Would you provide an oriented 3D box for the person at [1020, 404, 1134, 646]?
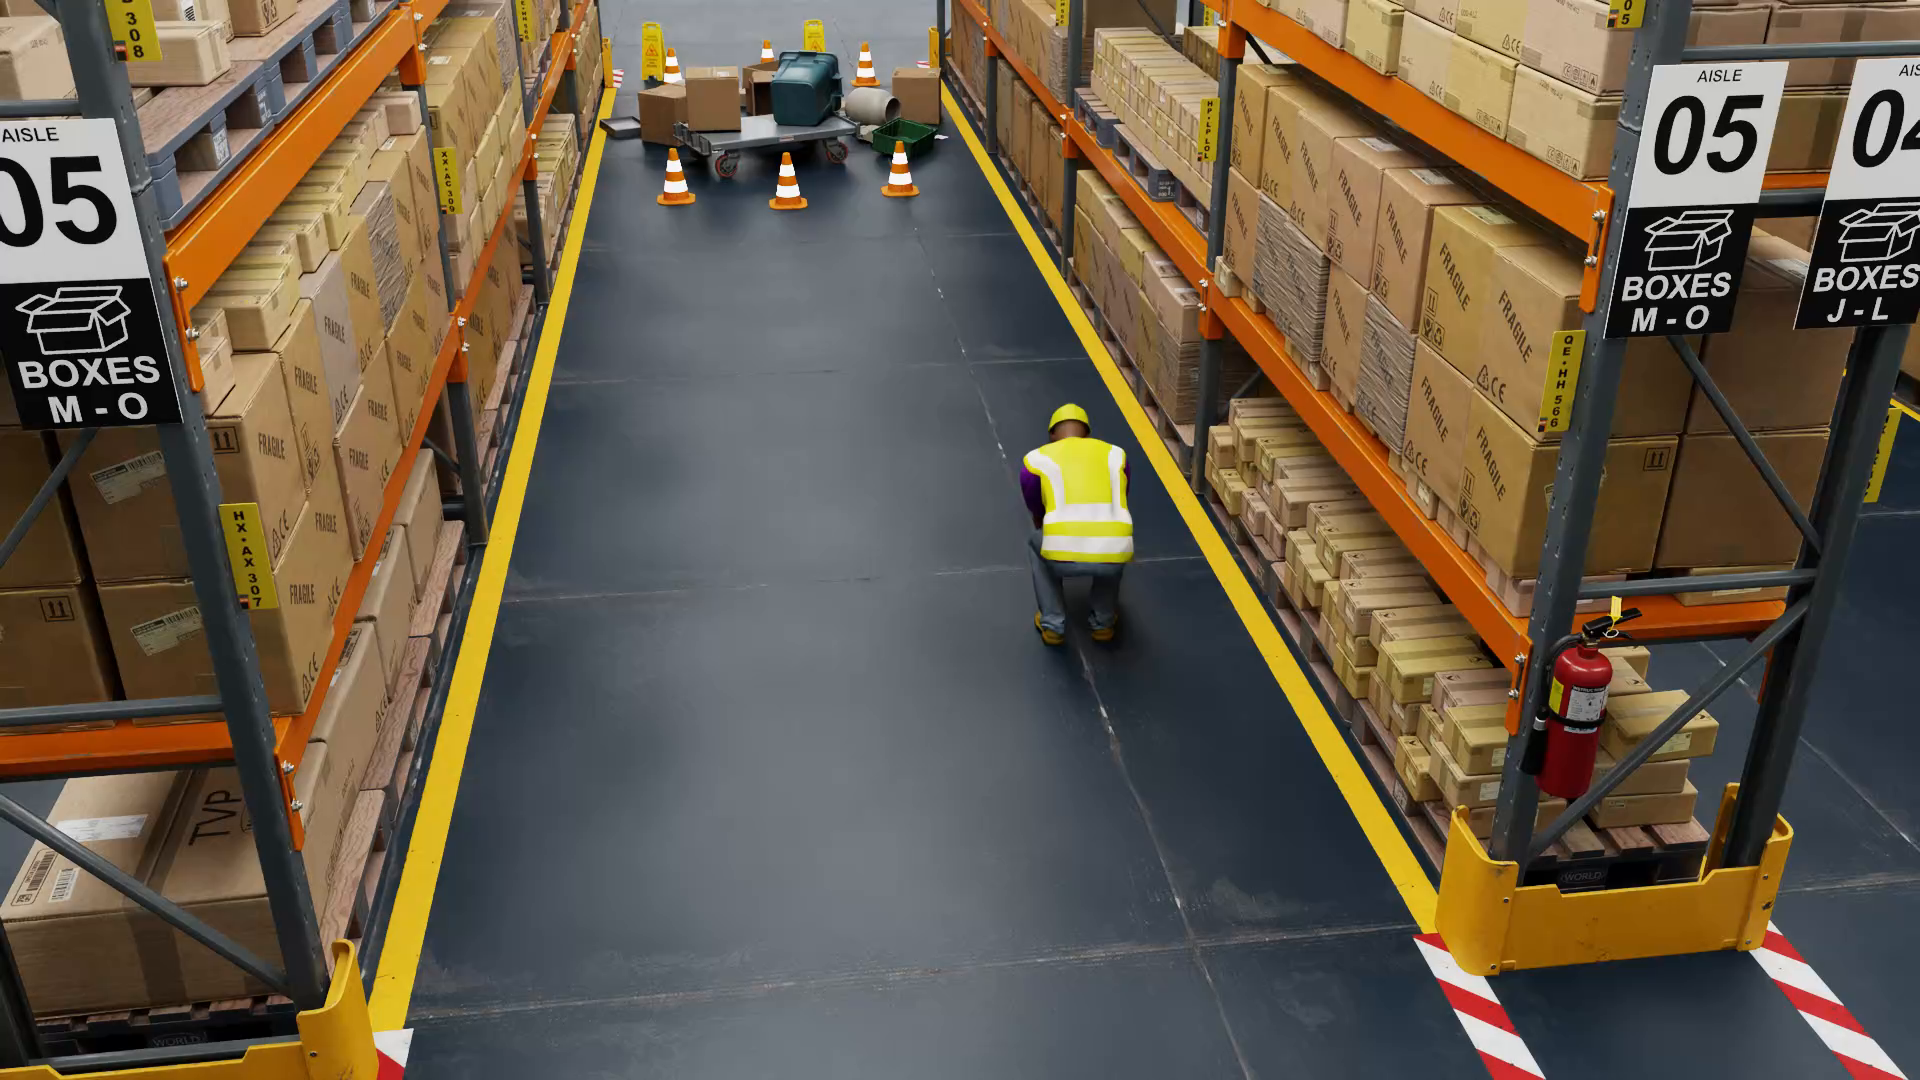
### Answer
[{"bbox_3d":[0.559,-0.060,8.048,0.535,1.011,0.916,0,27,0],"label":"person"}]
